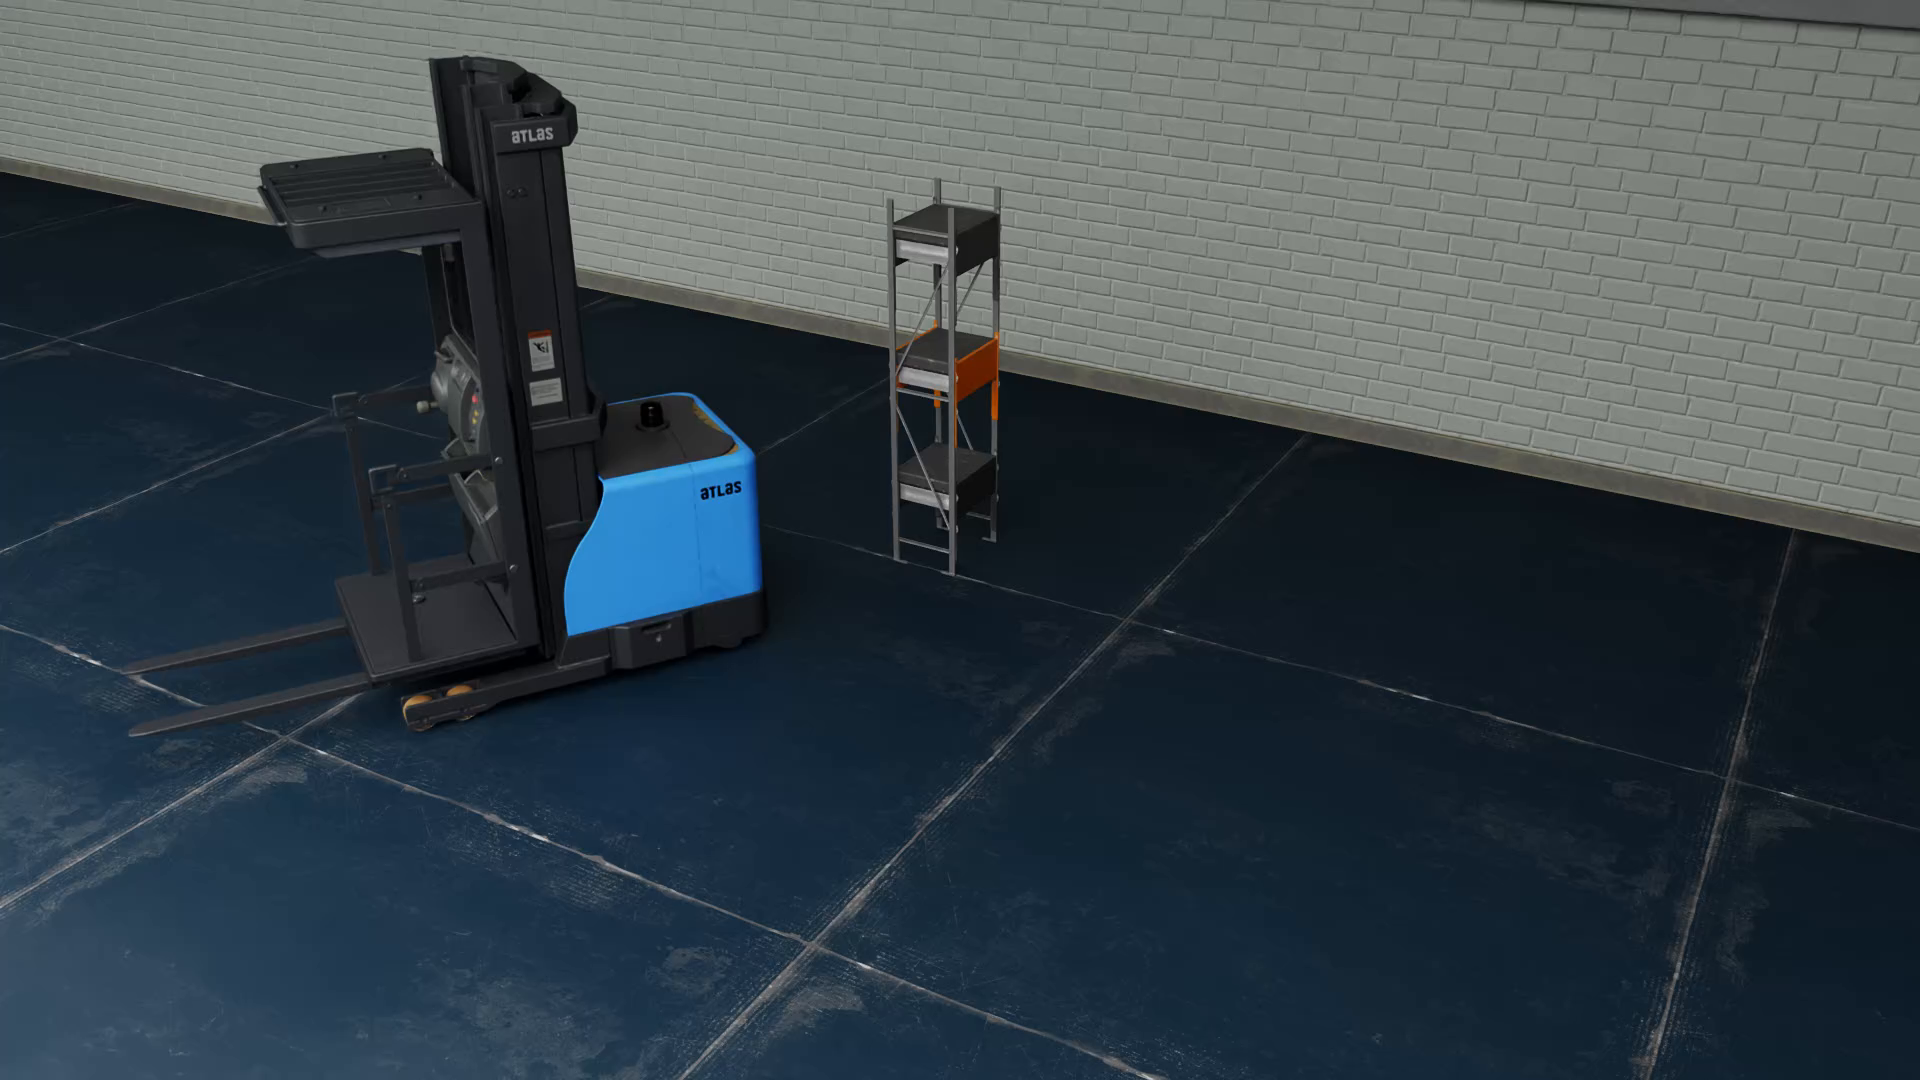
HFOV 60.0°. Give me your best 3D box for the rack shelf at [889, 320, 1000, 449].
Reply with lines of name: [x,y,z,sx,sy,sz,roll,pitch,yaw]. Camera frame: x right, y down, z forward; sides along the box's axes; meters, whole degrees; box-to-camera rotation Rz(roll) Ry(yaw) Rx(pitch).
rack shelf: [-0.081,-0.862,9.157,0.431,0.518,0.480,14,30,26]

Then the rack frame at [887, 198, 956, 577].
rack frame: [-0.201,-0.779,8.961,0.400,2.100,0.015,14,30,26]

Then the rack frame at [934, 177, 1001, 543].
rack frame: [0.039,-0.970,9.341,0.400,2.100,0.015,14,30,26]

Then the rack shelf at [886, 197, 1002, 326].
rack shelf: [-0.081,-1.488,8.844,0.431,0.518,0.480,14,30,26]

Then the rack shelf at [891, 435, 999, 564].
rack shelf: [-0.081,-0.236,9.471,0.431,0.518,0.480,14,30,26]

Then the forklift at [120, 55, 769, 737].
forklift: [-2.550,-0.672,7.818,3.031,2.935,1.130,-13,29,-24]

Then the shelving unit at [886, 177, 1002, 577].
shelving unit: [-0.081,-0.874,9.151,0.431,2.100,0.503,14,30,26]
